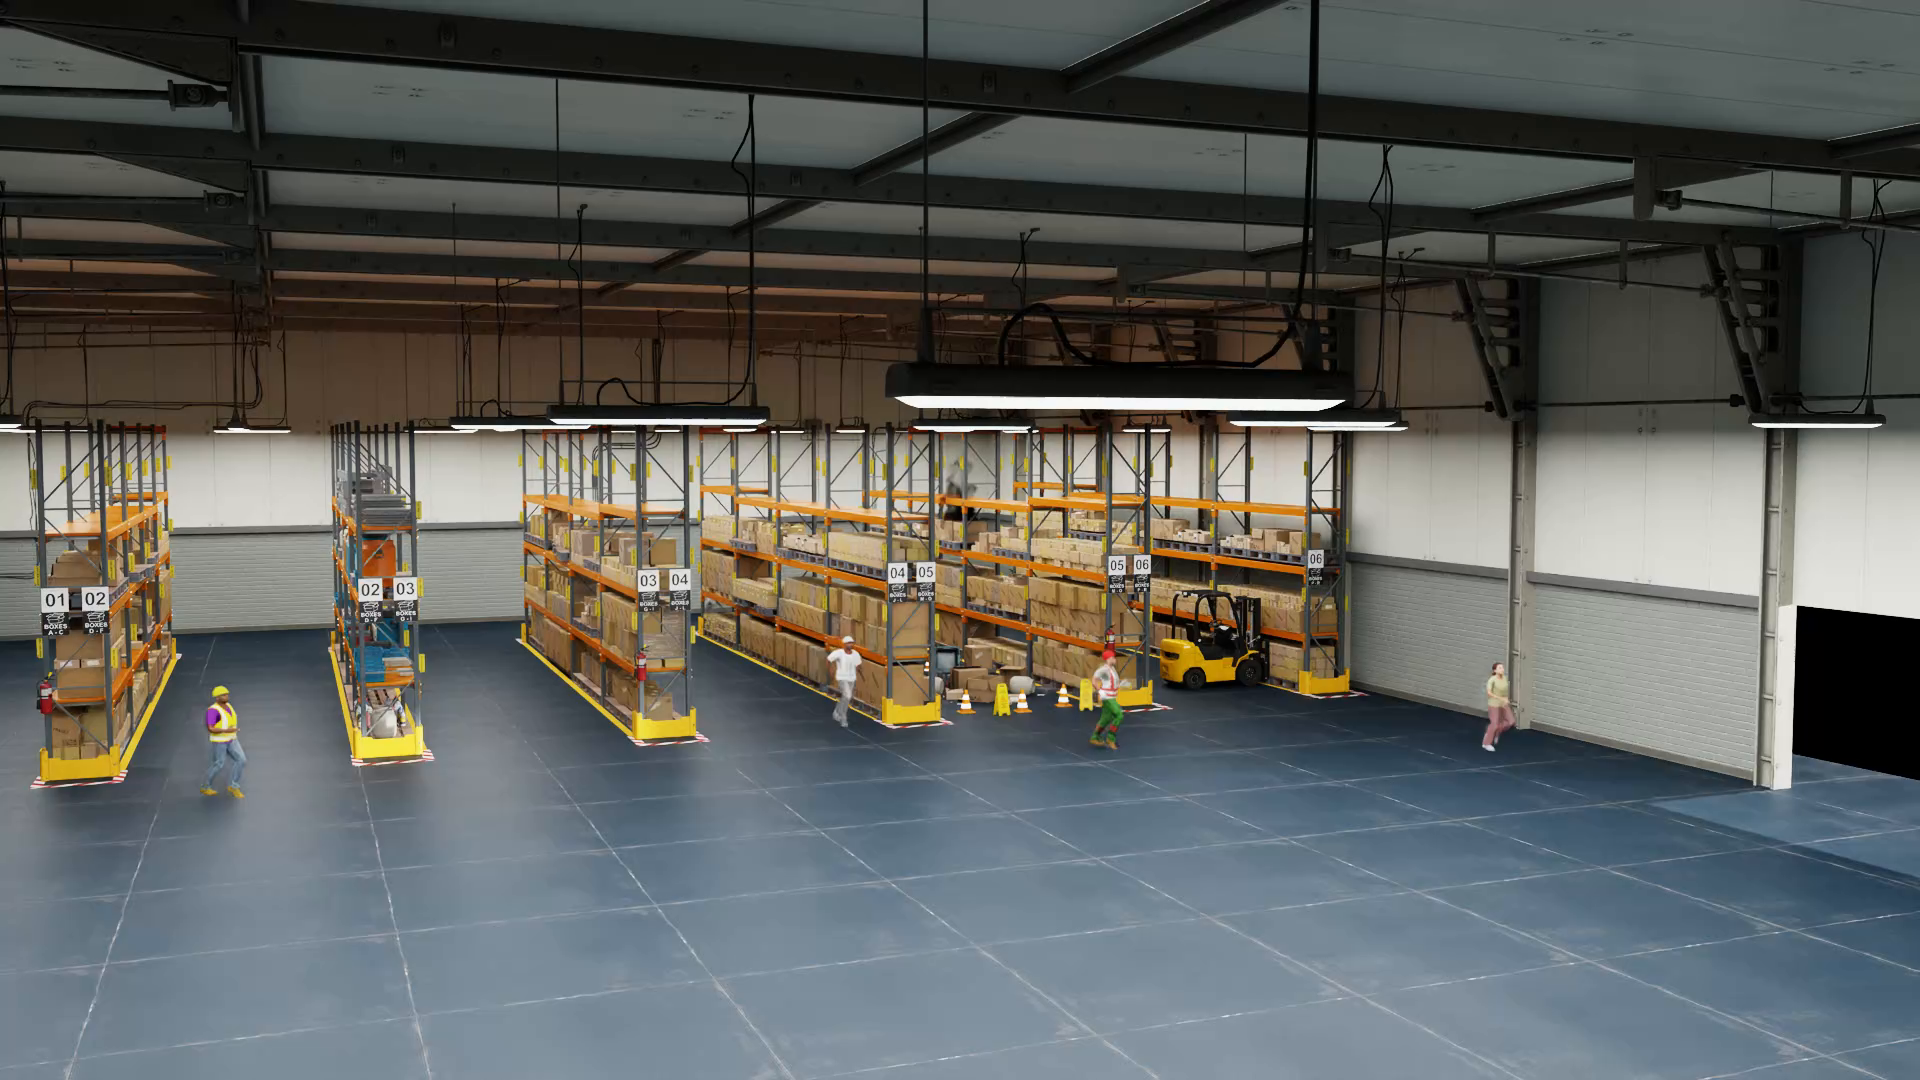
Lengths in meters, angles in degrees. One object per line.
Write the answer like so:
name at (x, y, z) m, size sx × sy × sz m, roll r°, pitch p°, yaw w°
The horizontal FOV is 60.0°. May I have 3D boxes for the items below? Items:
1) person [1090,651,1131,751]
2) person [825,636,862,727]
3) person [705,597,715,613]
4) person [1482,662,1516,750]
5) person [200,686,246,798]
person at (2.737, 2.935, 30.426) m, size 0.752 × 1.827 × 0.632 m, roll 1°, pitch 4°, yaw 18°
person at (-2.269, 2.805, 32.984) m, size 0.680 × 1.819 × 0.726 m, roll -3°, pitch 5°, yaw -39°
person at (-7.453, 1.846, 49.477) m, size 0.519 × 1.605 × 0.691 m, roll 0°, pitch 4°, yaw 3°
person at (9.800, 3.033, 30.219) m, size 0.599 × 1.608 × 0.667 m, roll -2°, pitch 4°, yaw -25°
person at (-11.658, 3.210, 26.282) m, size 0.730 × 1.813 × 0.697 m, roll 1°, pitch 4°, yaw 14°
